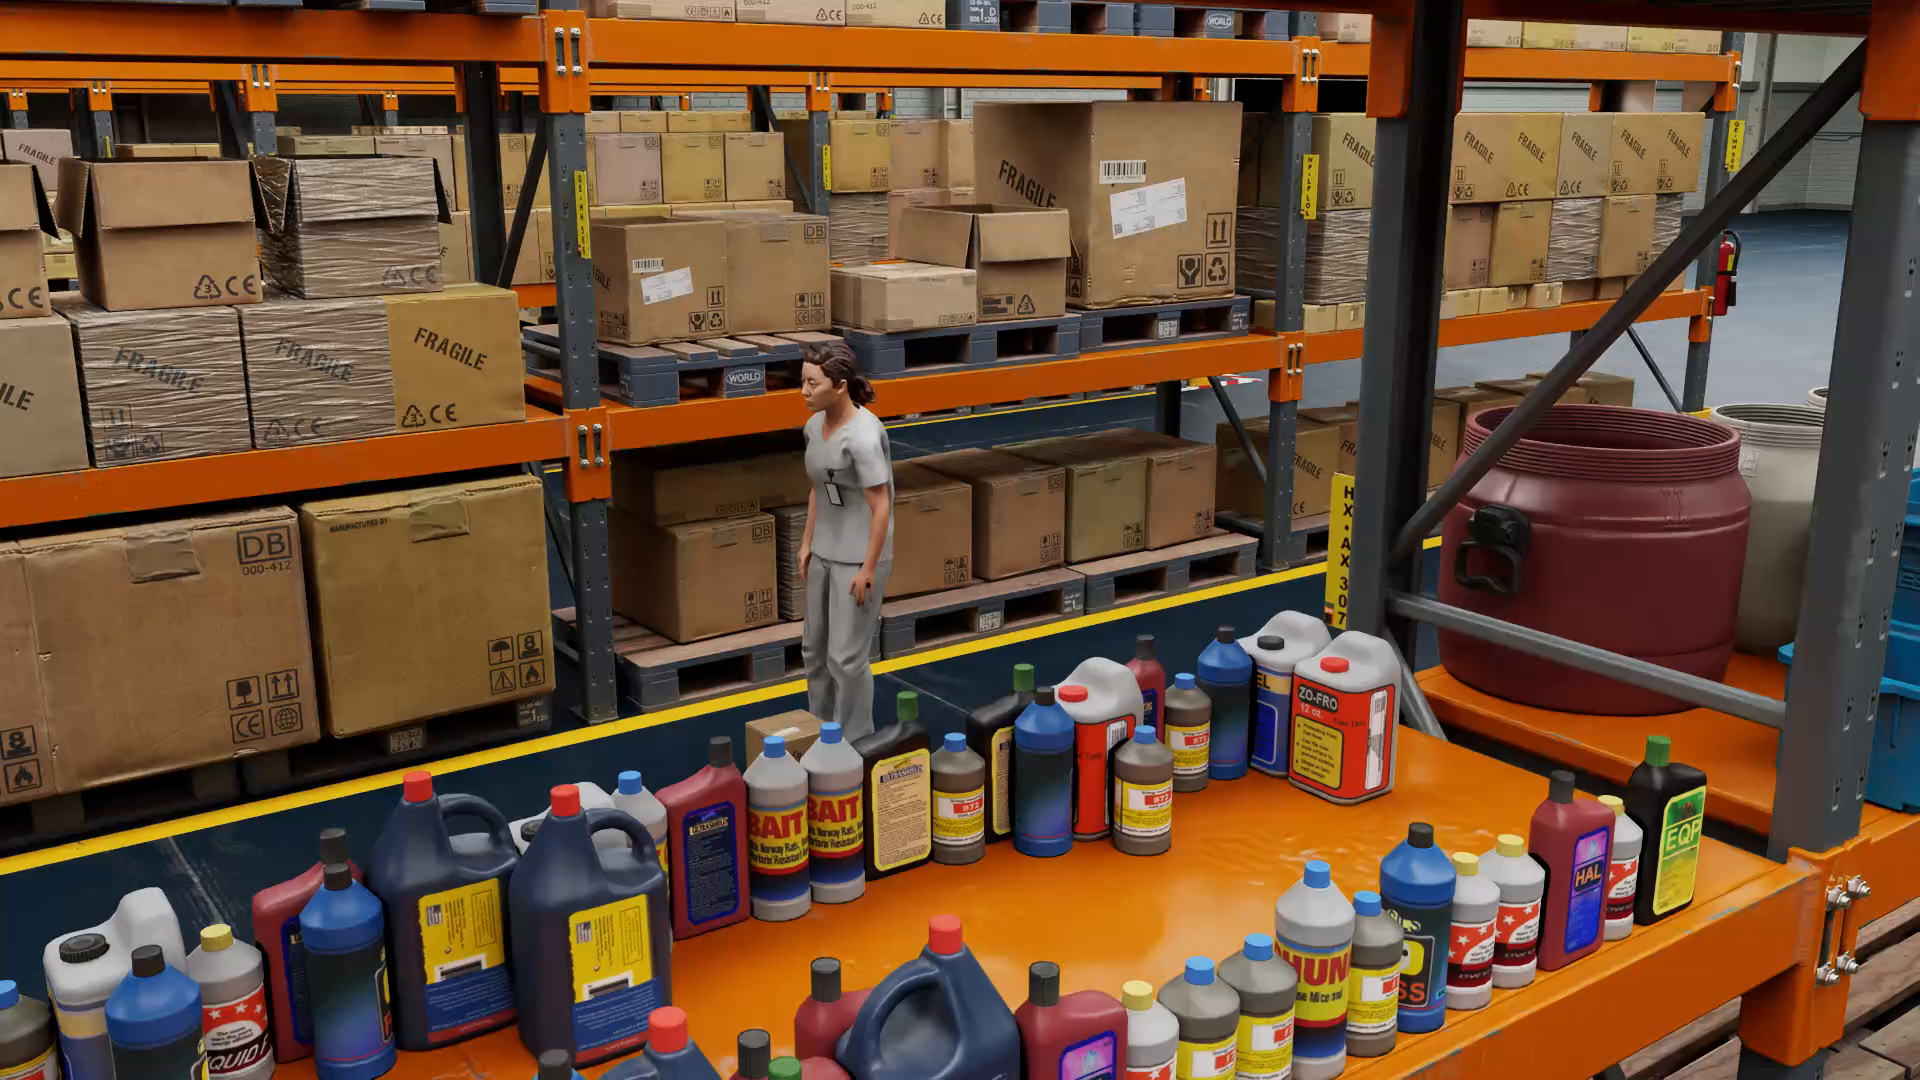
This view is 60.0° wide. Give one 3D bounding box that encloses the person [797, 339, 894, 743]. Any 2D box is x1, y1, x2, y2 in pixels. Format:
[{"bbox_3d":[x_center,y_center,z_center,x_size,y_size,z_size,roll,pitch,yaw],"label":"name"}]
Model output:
[{"bbox_3d":[-0.457,0.086,6.181,0.404,1.673,0.489,-10,18,-35],"label":"person"}]
